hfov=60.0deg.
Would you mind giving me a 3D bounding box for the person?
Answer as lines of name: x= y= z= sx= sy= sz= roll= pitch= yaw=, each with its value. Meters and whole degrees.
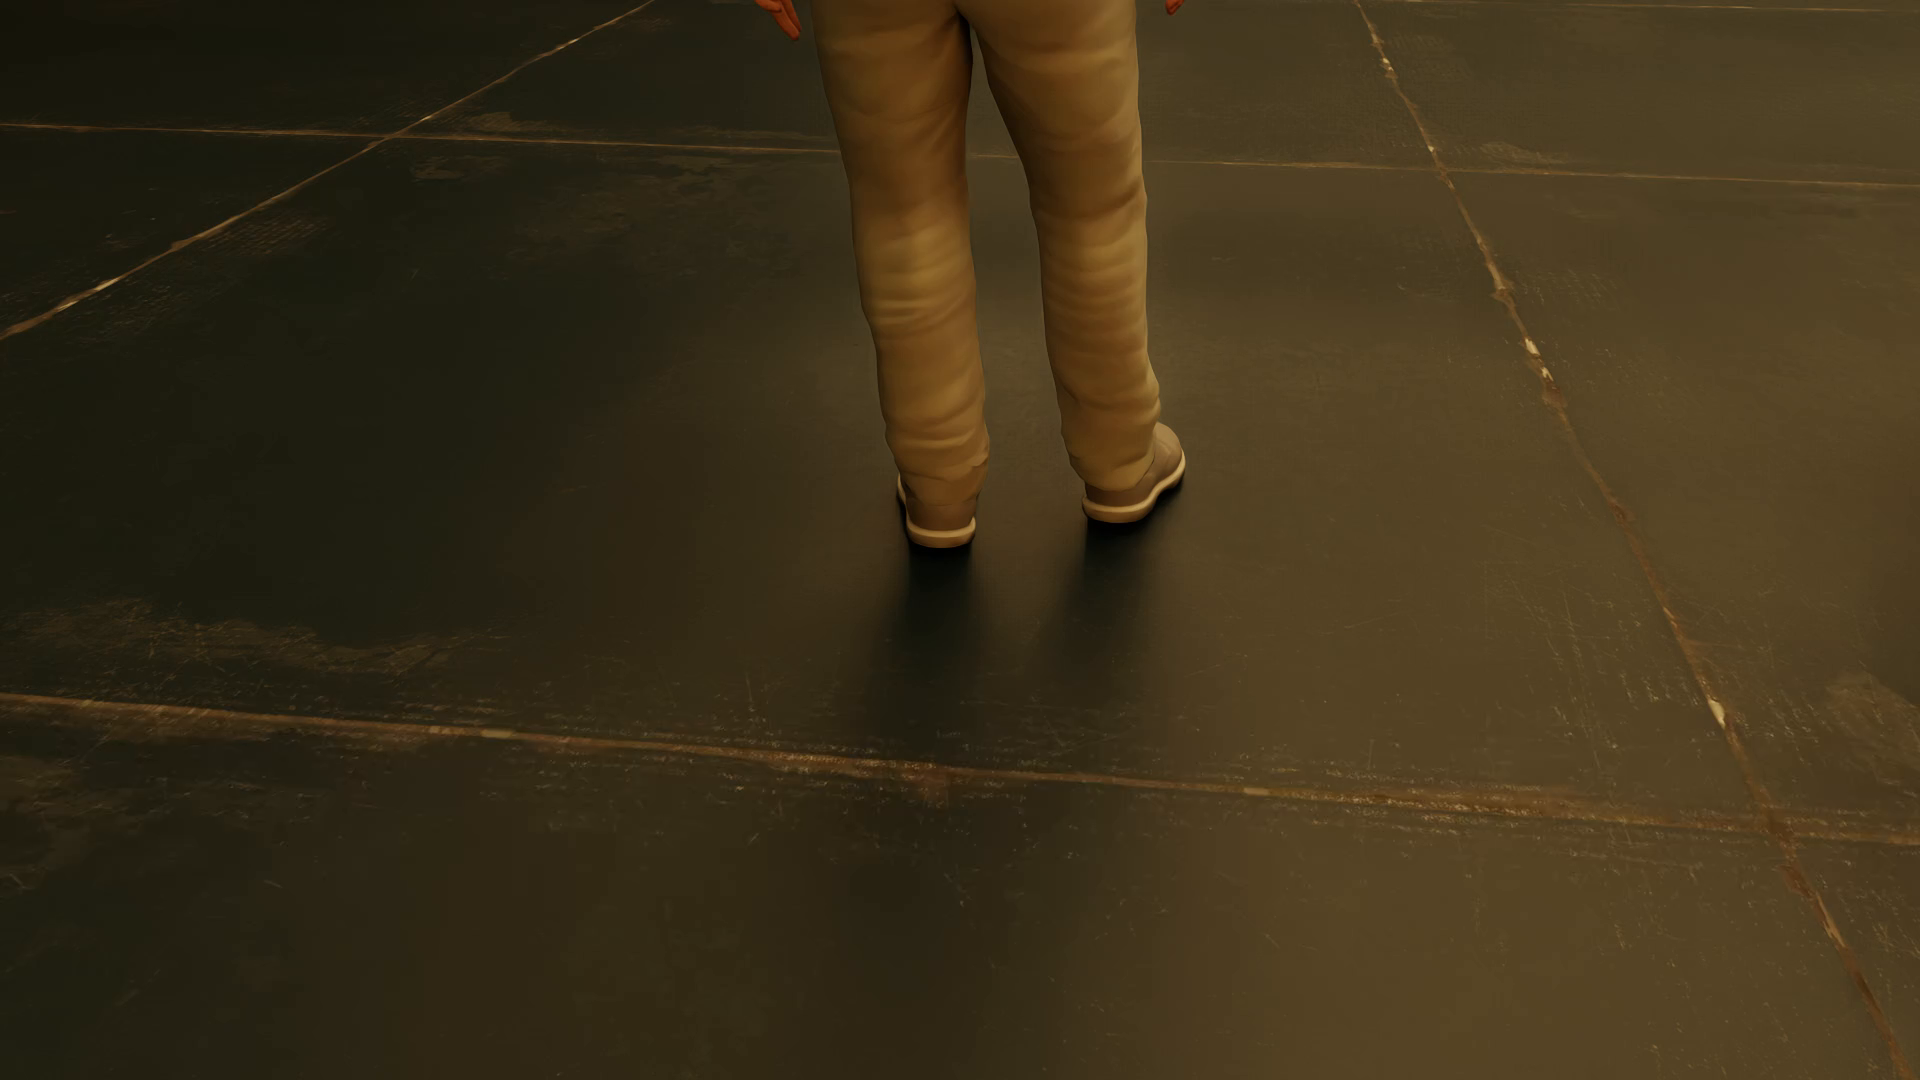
person: x=0.022 y=-0.837 z=2.167 sx=0.641 sy=1.778 sz=0.574 roll=3 pitch=27 yaw=7
